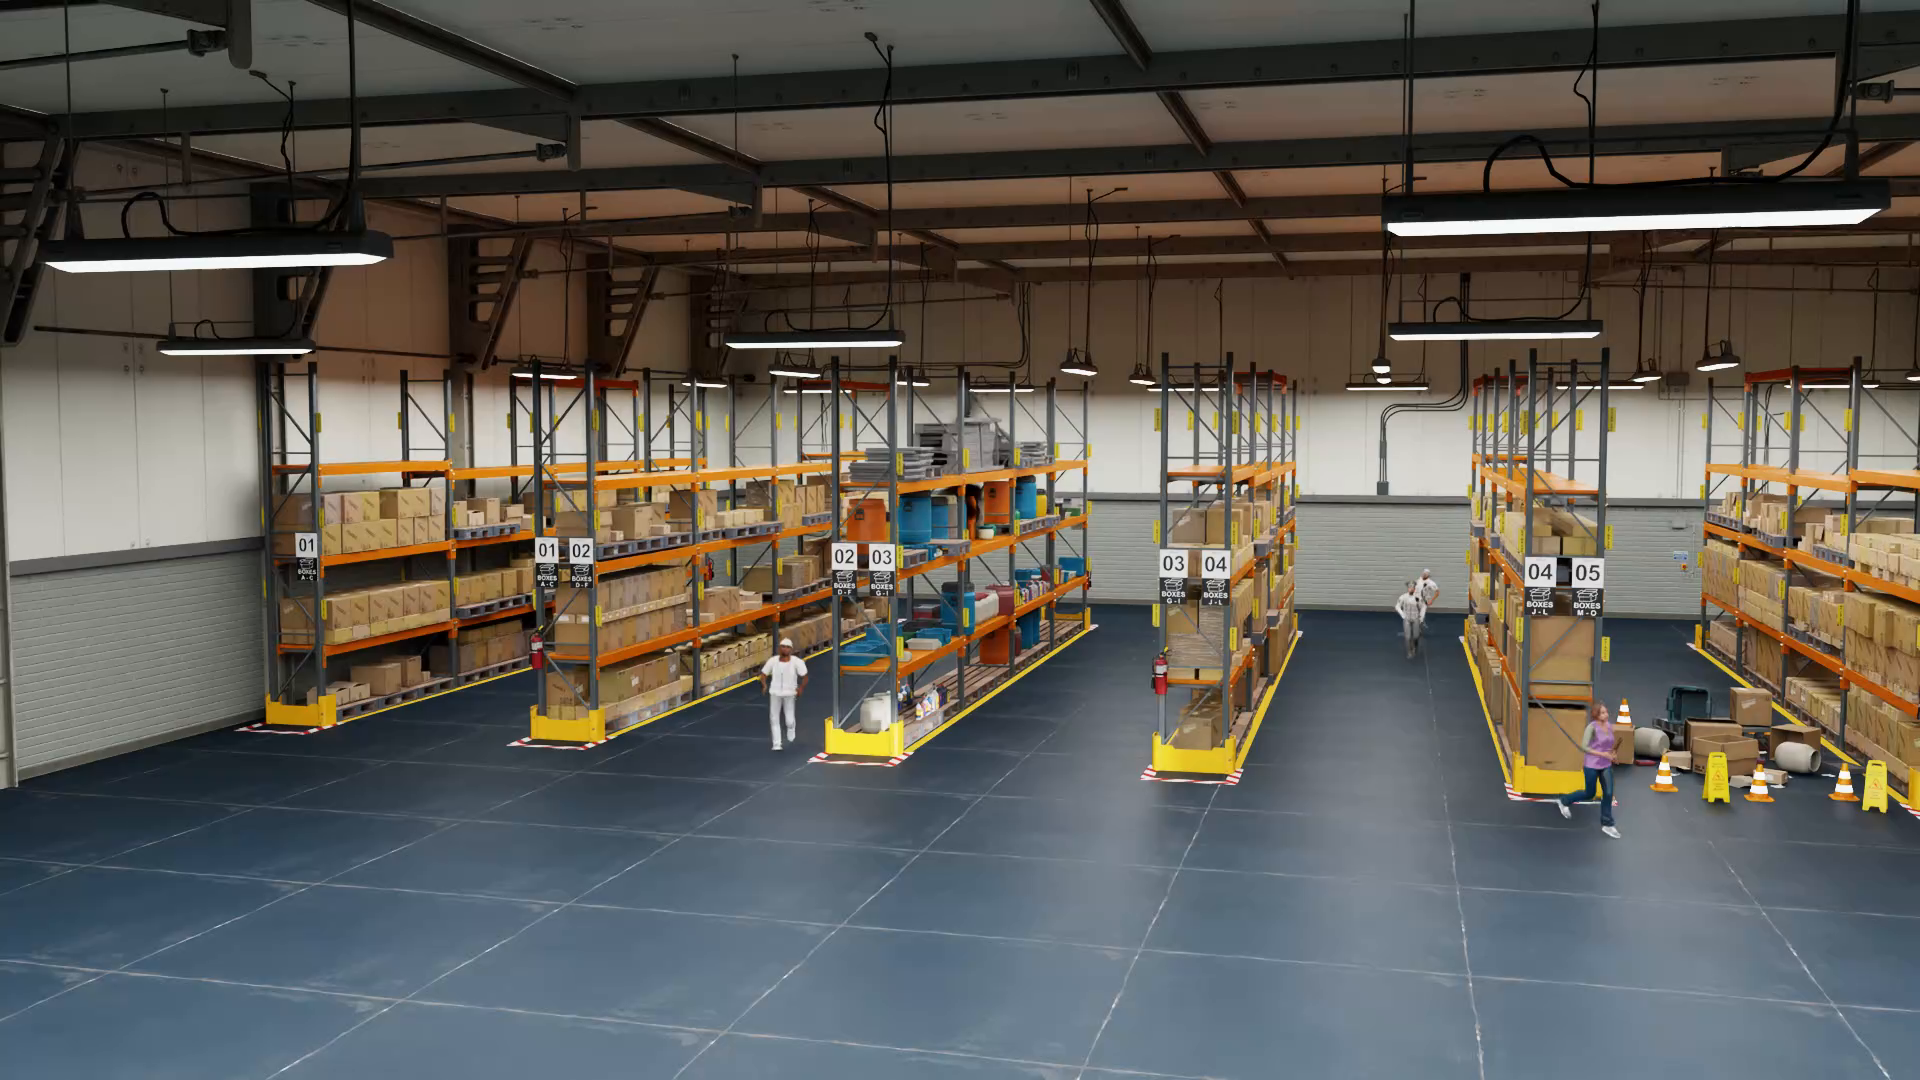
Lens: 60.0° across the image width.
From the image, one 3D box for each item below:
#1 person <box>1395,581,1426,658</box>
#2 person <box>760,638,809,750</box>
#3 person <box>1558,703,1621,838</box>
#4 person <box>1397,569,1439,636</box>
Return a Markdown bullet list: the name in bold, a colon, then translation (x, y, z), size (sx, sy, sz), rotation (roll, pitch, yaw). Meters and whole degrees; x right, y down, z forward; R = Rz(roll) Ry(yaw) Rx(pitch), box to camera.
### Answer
- **person**: translation (9.566, 1.687, 35.305), size (0.636, 1.657, 0.542), rotation (1, 4, 16)
- **person**: translation (-2.711, 2.363, 25.531), size (0.756, 1.718, 0.561), rotation (0, 4, 4)
- **person**: translation (7.765, 2.781, 20.367), size (0.549, 1.598, 0.860), rotation (-2, 4, -26)
- **person**: translation (10.724, 1.452, 39.139), size (0.877, 1.601, 0.783), rotation (0, 4, -6)
